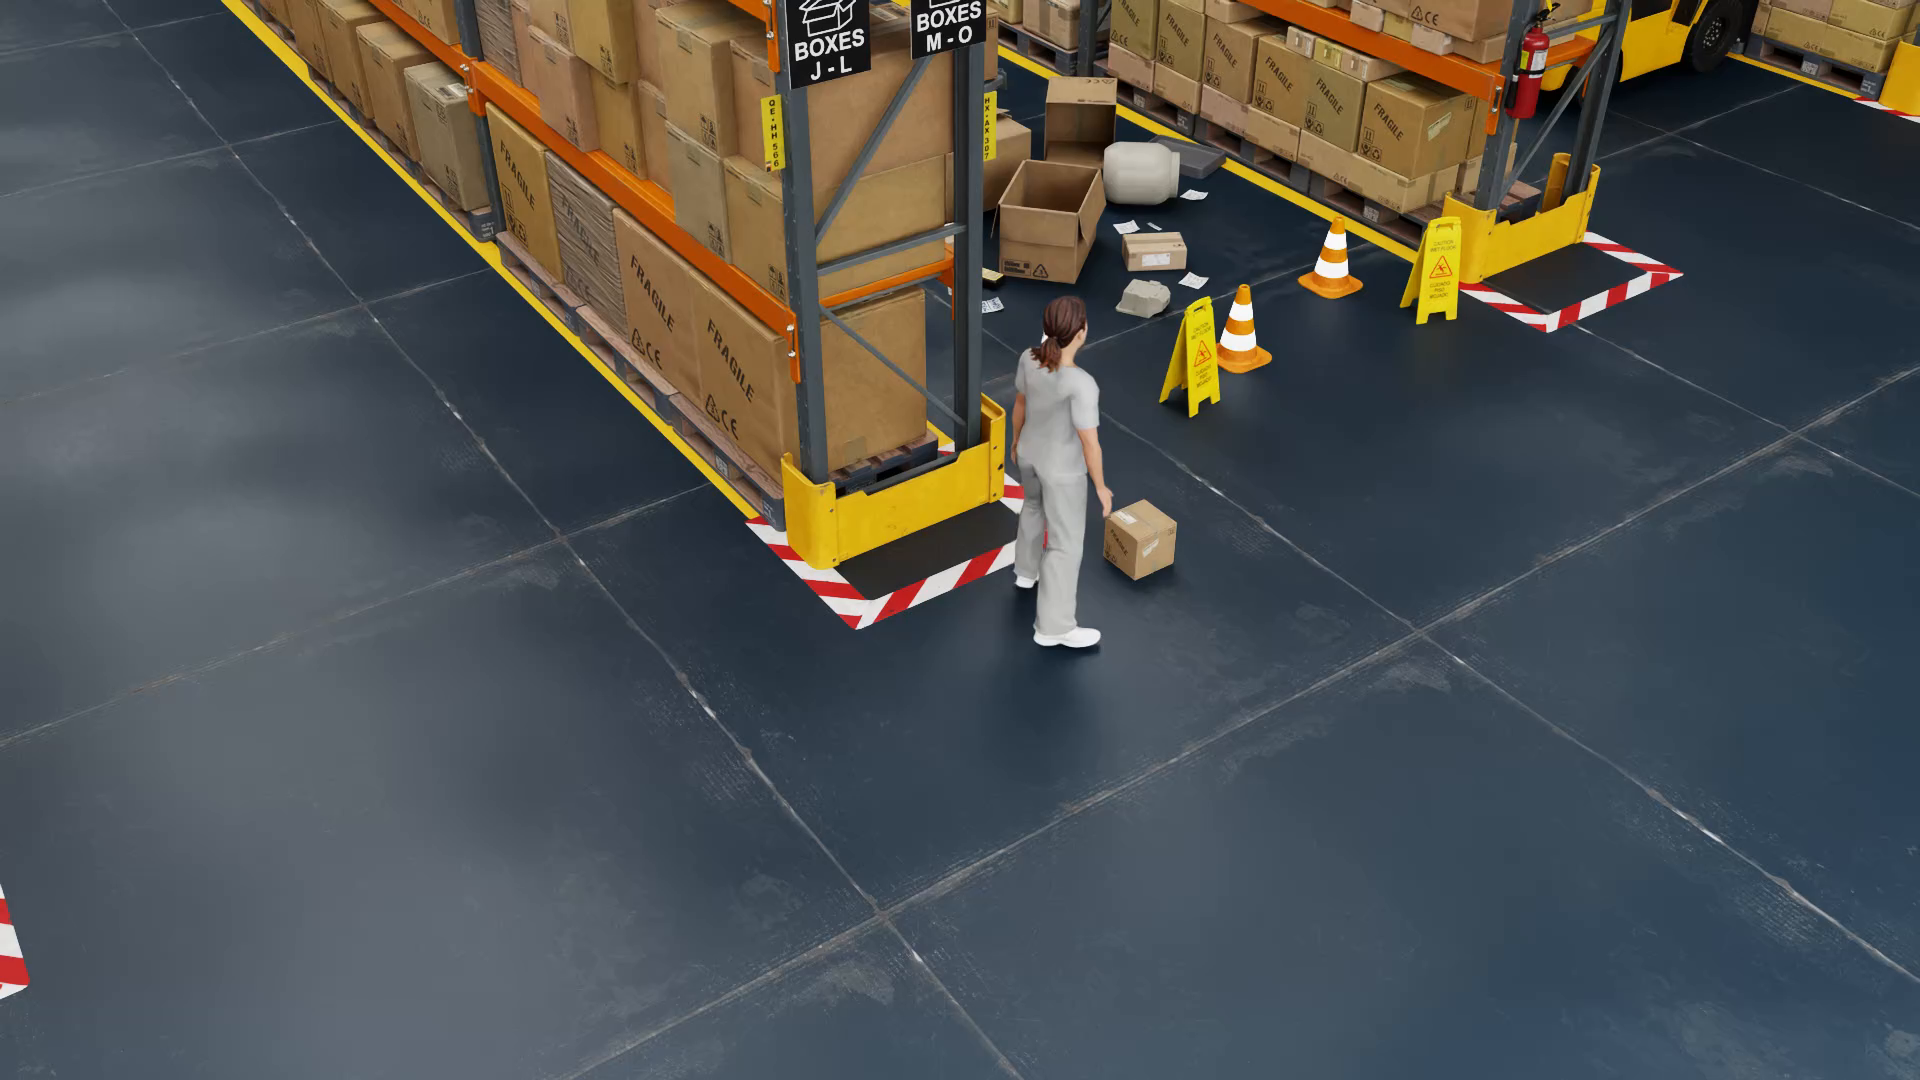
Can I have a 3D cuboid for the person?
[{"bbox_3d":[0.429,-0.328,7.438,0.471,1.694,0.680,-26,44,-31],"label":"person"}]
